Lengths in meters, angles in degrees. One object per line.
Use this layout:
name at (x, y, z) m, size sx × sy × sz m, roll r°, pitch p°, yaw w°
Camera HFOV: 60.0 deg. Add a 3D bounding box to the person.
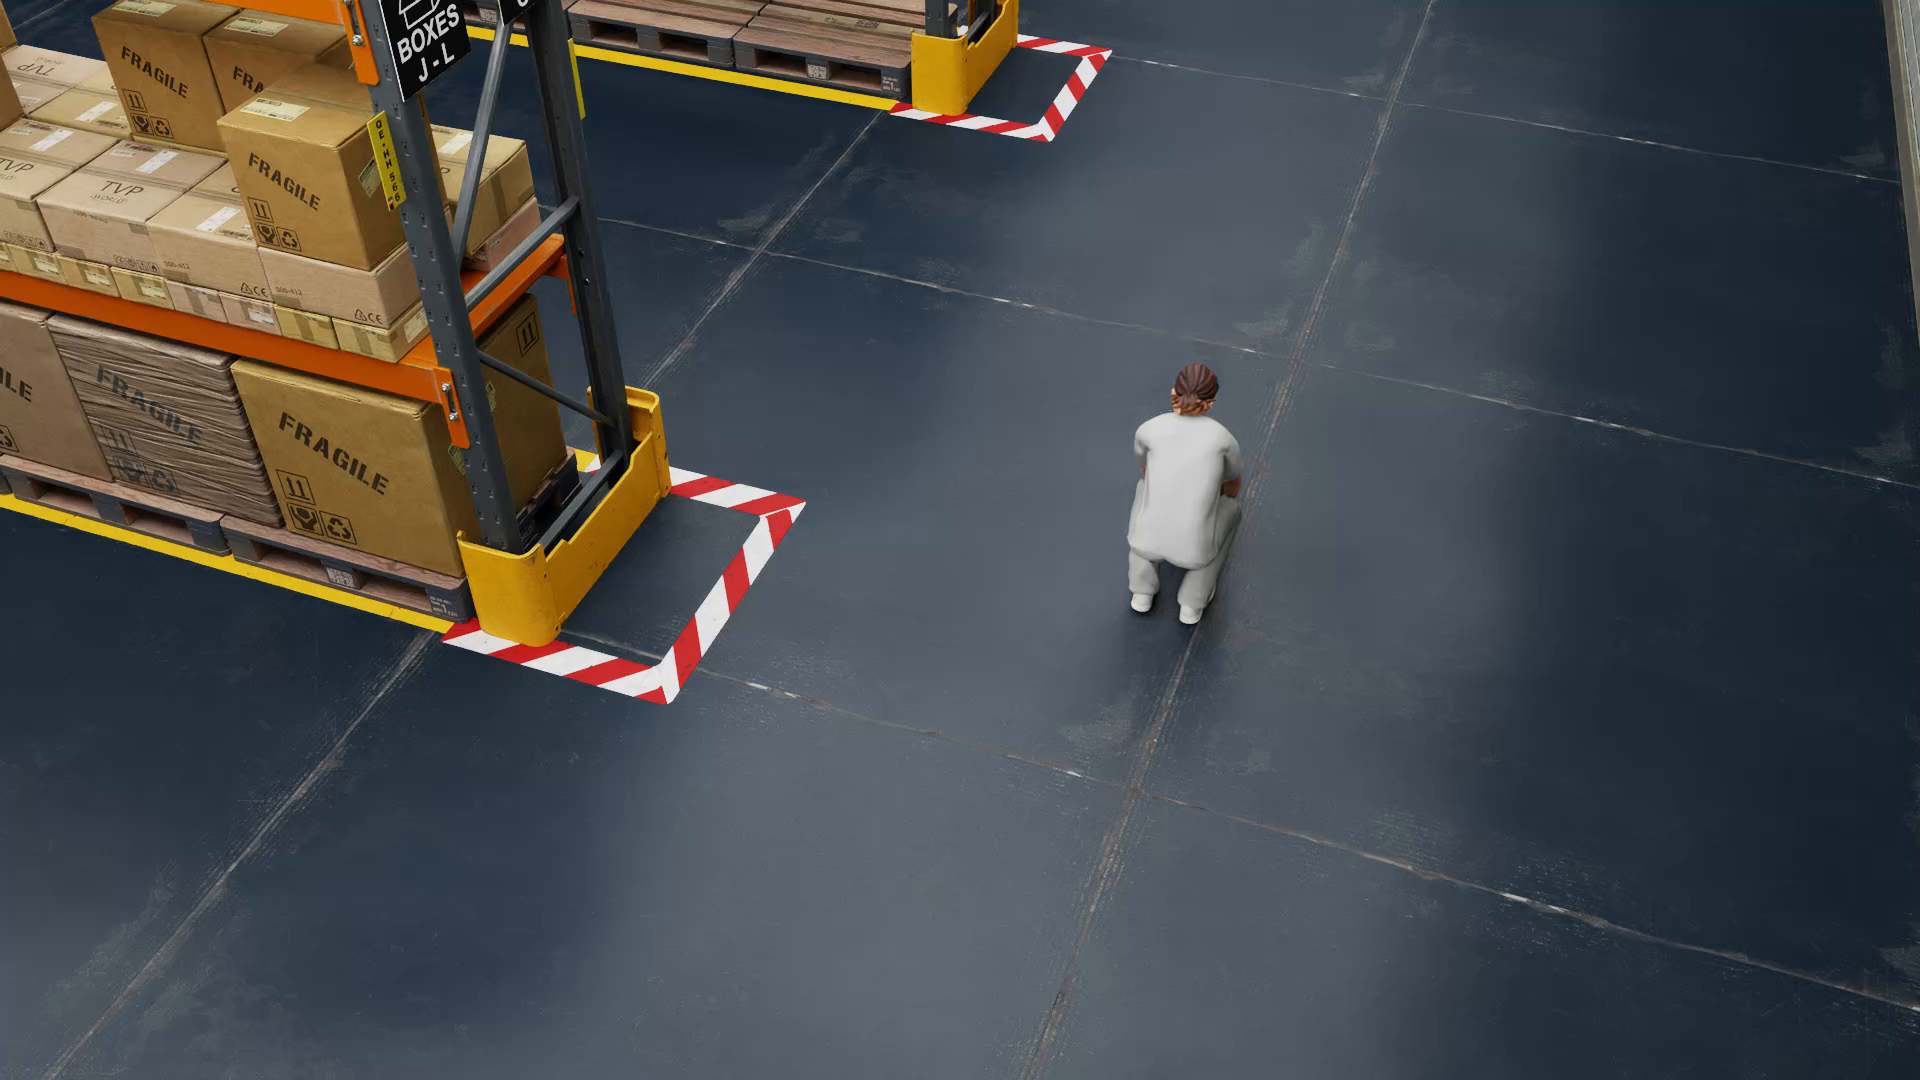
person at (0.946, -0.195, 6.941) m, size 0.471 × 0.938 × 0.798 m, roll 13°, pitch 43°, yaw 15°
